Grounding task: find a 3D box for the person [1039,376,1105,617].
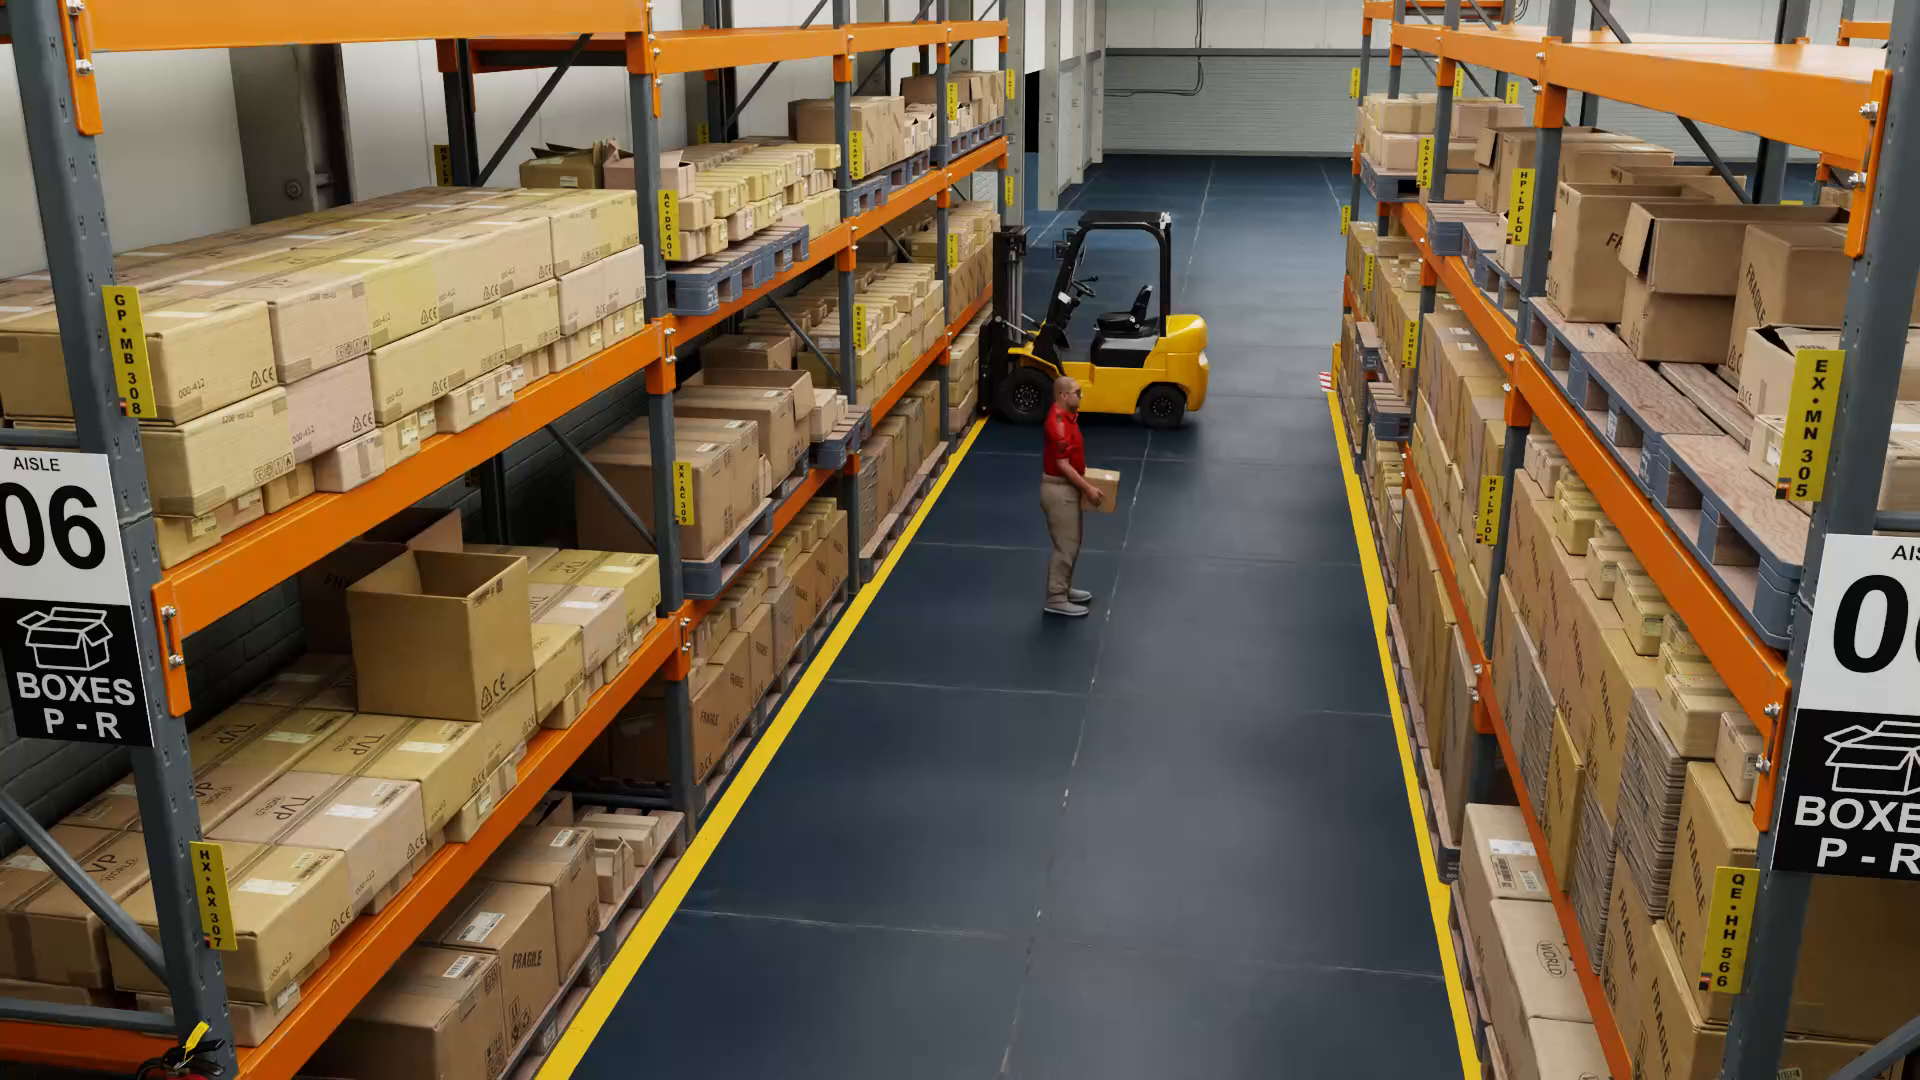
[{"bbox_3d":[0.824,-0.338,12.121,0.483,1.733,0.530,3,18,8],"label":"person"}]
